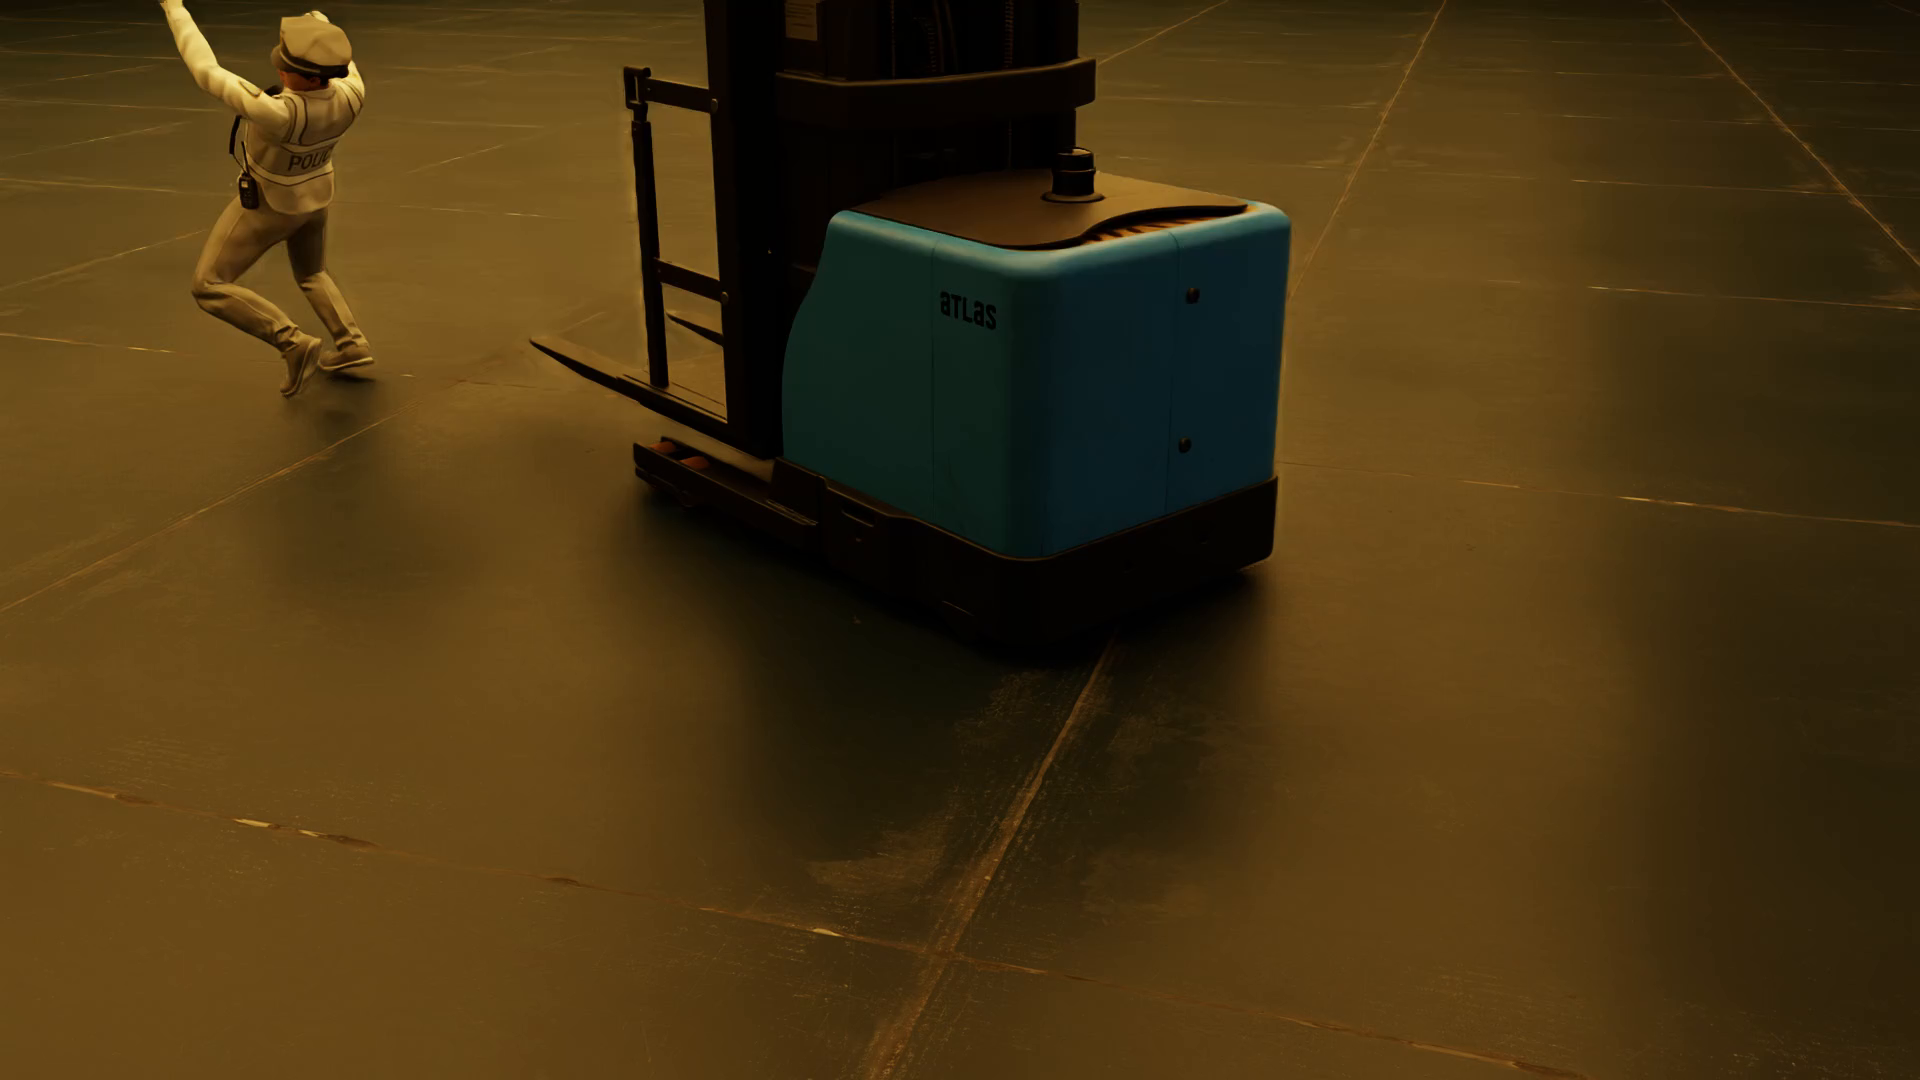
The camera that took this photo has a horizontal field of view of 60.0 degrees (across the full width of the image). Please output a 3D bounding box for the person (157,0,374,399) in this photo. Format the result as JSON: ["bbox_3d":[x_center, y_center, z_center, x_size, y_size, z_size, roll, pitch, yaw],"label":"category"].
[{"bbox_3d":[-2.451,-1.378,6.399,0.692,1.537,0.936,7,24,17],"label":"person"}]

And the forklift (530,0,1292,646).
[{"bbox_3d":[-0.424,-1.568,5.077,1.130,2.935,3.031,-18,28,-37],"label":"forklift"}]
